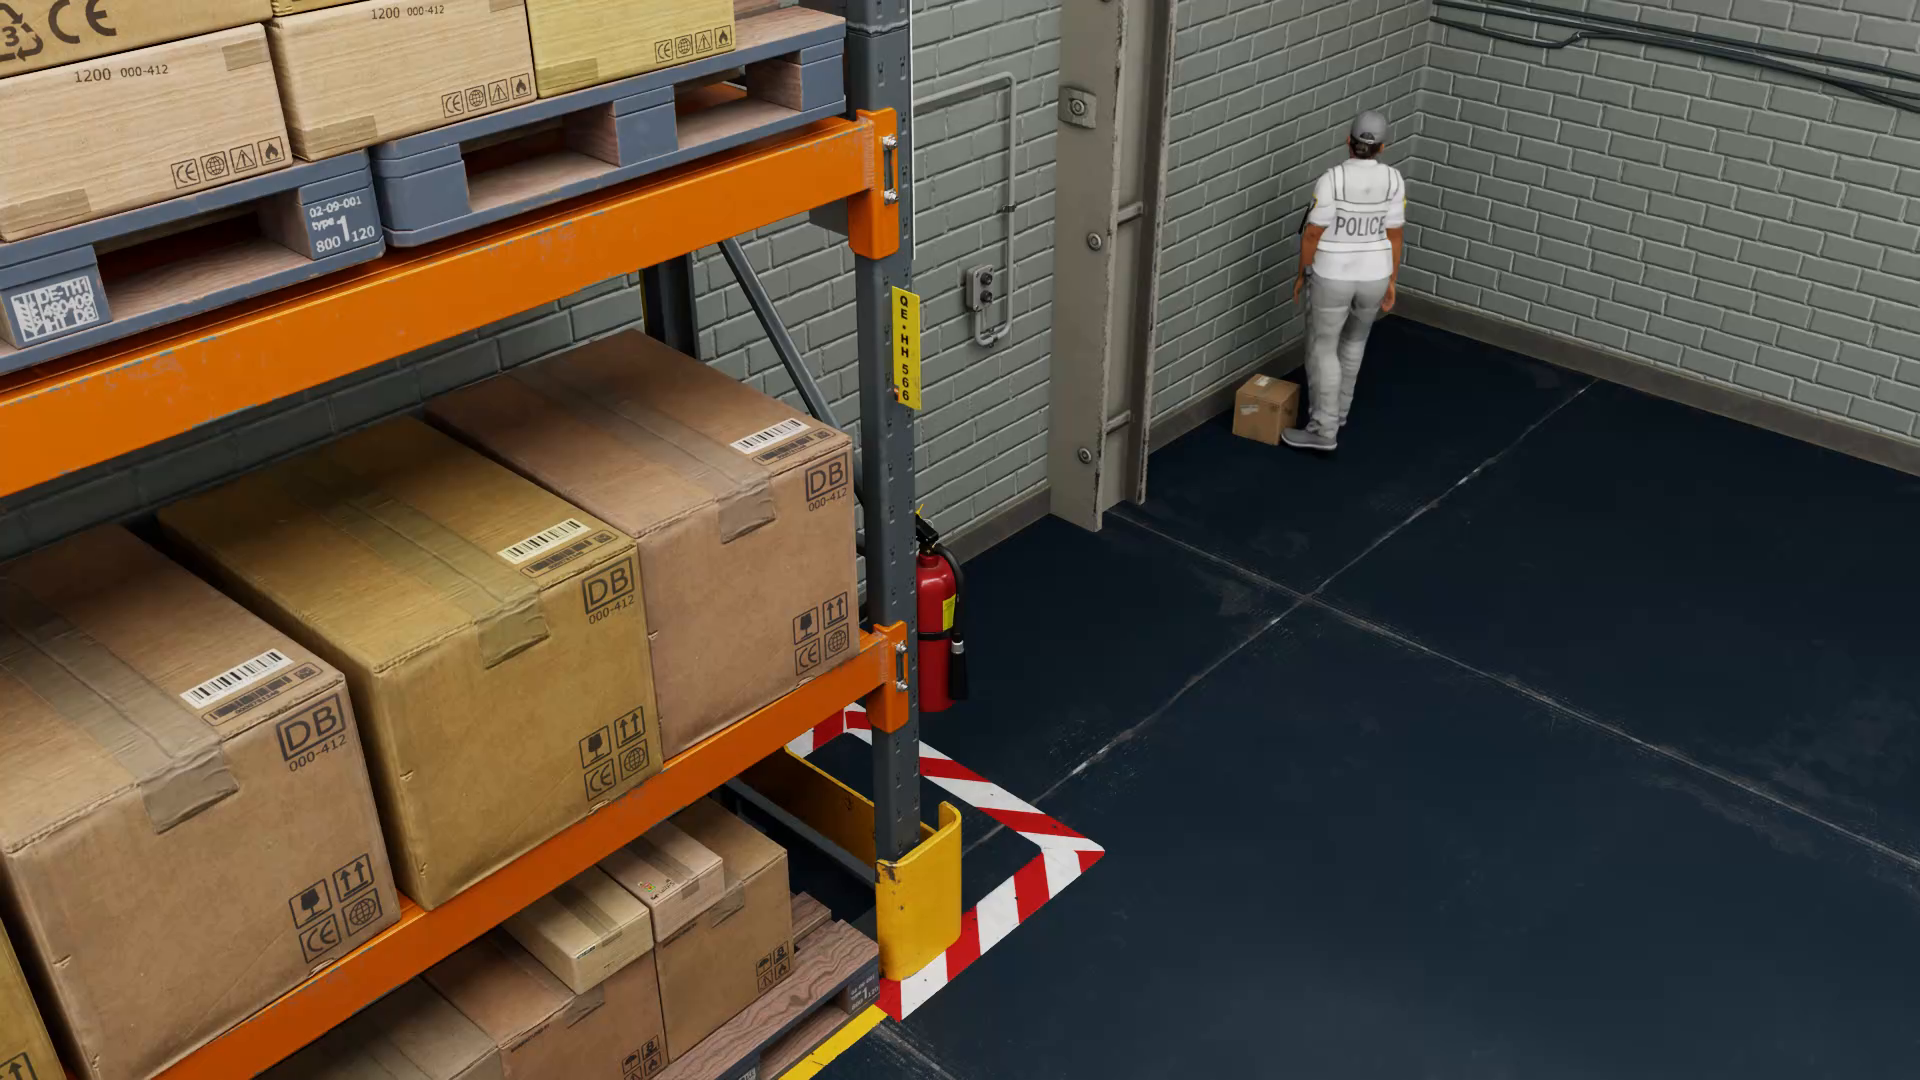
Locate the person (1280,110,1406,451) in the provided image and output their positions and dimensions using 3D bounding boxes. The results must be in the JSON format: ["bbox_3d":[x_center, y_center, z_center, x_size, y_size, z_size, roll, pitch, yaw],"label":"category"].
[{"bbox_3d":[1.883,-1.270,8.203,0.547,1.659,0.583,-7,32,-11],"label":"person"}]
